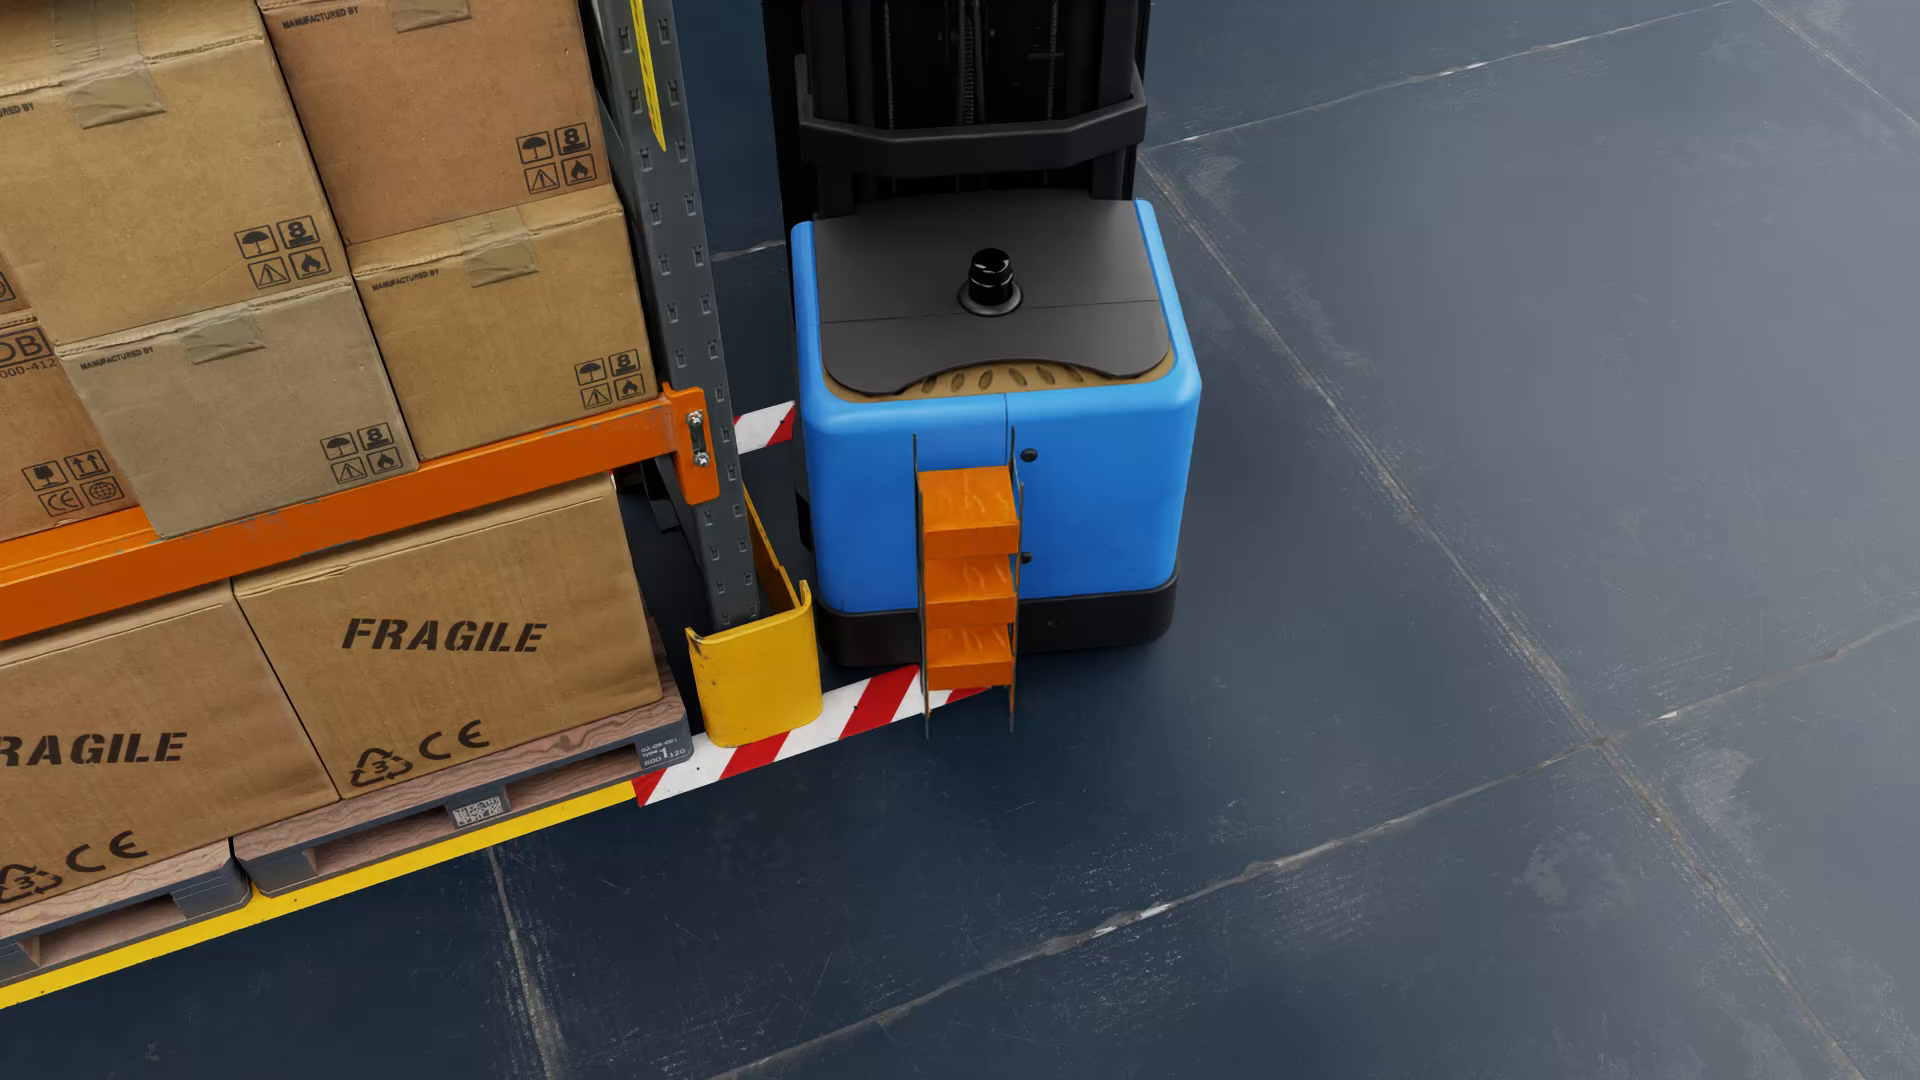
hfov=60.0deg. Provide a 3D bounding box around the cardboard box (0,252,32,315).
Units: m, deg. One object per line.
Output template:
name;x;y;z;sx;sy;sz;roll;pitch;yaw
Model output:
cardboard box;-2.183;-0.854;3.195;0.550;0.550;0.875;-17;52;-14

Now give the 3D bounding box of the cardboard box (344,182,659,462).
cardboard box;-1.107;-0.731;3.801;0.550;0.550;0.875;-17;52;-14

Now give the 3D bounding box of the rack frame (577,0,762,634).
rack frame;-0.781;-0.820;3.977;0.127;3.000;1.000;-17;52;-14

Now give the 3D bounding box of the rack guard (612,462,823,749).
rack guard;-0.758;-0.013;4.931;0.348;0.500;1.175;-17;52;-14

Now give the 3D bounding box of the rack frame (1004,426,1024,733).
rack frame;0.140;0.136;4.441;0.008;1.050;0.200;-4;50;-4

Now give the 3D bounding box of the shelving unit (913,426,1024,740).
shelving unit;0.019;0.145;4.433;0.252;1.050;0.215;-4;50;-4

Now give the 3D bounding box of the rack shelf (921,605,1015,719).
rack shelf;0.019;0.333;4.652;0.240;0.259;0.215;-4;50;-4

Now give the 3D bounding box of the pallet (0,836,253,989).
pallet;-2.619;0.720;4.493;1.213;0.211;1.003;-17;52;-14

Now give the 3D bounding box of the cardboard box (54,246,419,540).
cardboard box;-1.608;-0.558;3.653;0.550;0.550;0.875;-17;52;-14

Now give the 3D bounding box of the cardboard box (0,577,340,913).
cardboard box;-2.197;0.230;4.199;0.875;0.875;0.875;-18;52;-15

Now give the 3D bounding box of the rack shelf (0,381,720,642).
rack shelf;-2.632;-0.012;3.757;4.000;0.370;1.077;-17;52;-14

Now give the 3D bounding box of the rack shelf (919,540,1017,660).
rack shelf;0.019;0.152;4.441;0.240;0.259;0.215;-4;50;-4

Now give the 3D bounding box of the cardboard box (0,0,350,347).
cardboard box;-1.613;-0.919;3.251;0.550;0.550;0.875;-17;52;-14

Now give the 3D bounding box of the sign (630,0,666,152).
sign;-0.588;-0.890;3.117;0.005;0.325;0.100;-17;52;-14

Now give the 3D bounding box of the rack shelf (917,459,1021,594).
rack shelf;0.019;-0.033;4.226;0.240;0.259;0.215;-4;50;-4

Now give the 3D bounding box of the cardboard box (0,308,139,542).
cardboard box;-2.174;-0.485;3.591;0.550;0.550;0.875;-17;52;-14

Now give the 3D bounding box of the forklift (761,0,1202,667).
forklift;-0.035;-1.713;4.789;1.130;2.935;3.031;-4;49;-4

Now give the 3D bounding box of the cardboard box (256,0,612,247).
cardboard box;-1.139;-1.142;3.443;0.550;0.550;0.875;-17;52;-14

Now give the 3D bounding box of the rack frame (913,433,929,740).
rack frame;-0.103;0.154;4.425;0.008;1.050;0.200;-4;50;-4

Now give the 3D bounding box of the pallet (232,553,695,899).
pallet;-1.491;0.373;4.791;1.213;0.211;1.003;-17;52;-14

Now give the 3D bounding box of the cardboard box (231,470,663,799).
cardboard box;-1.383;-0.024;4.417;0.875;0.875;0.875;-17;51;-14
